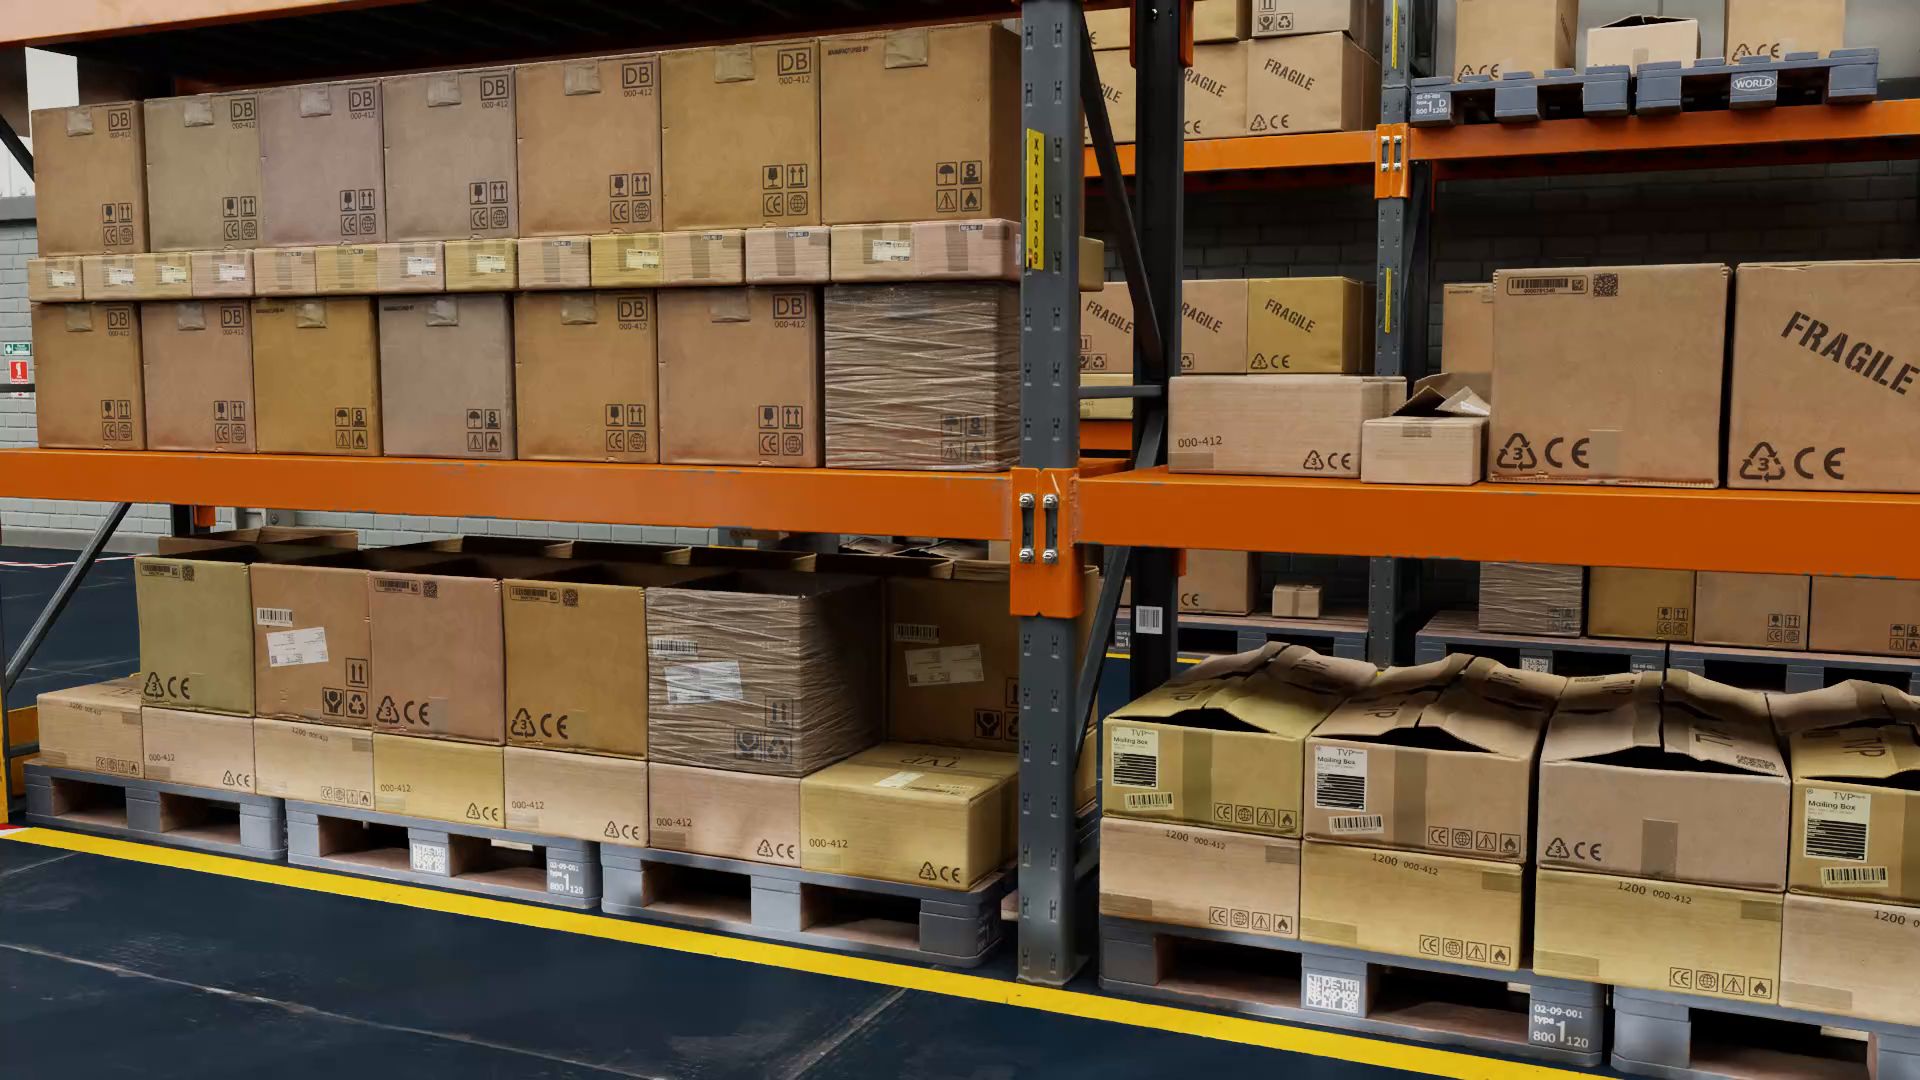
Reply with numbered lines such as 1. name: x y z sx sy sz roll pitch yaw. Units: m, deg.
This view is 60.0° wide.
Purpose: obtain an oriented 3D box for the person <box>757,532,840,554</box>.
1. person: -0.750 0.011 7.306 0.450 1.646 0.523 3 6 24
